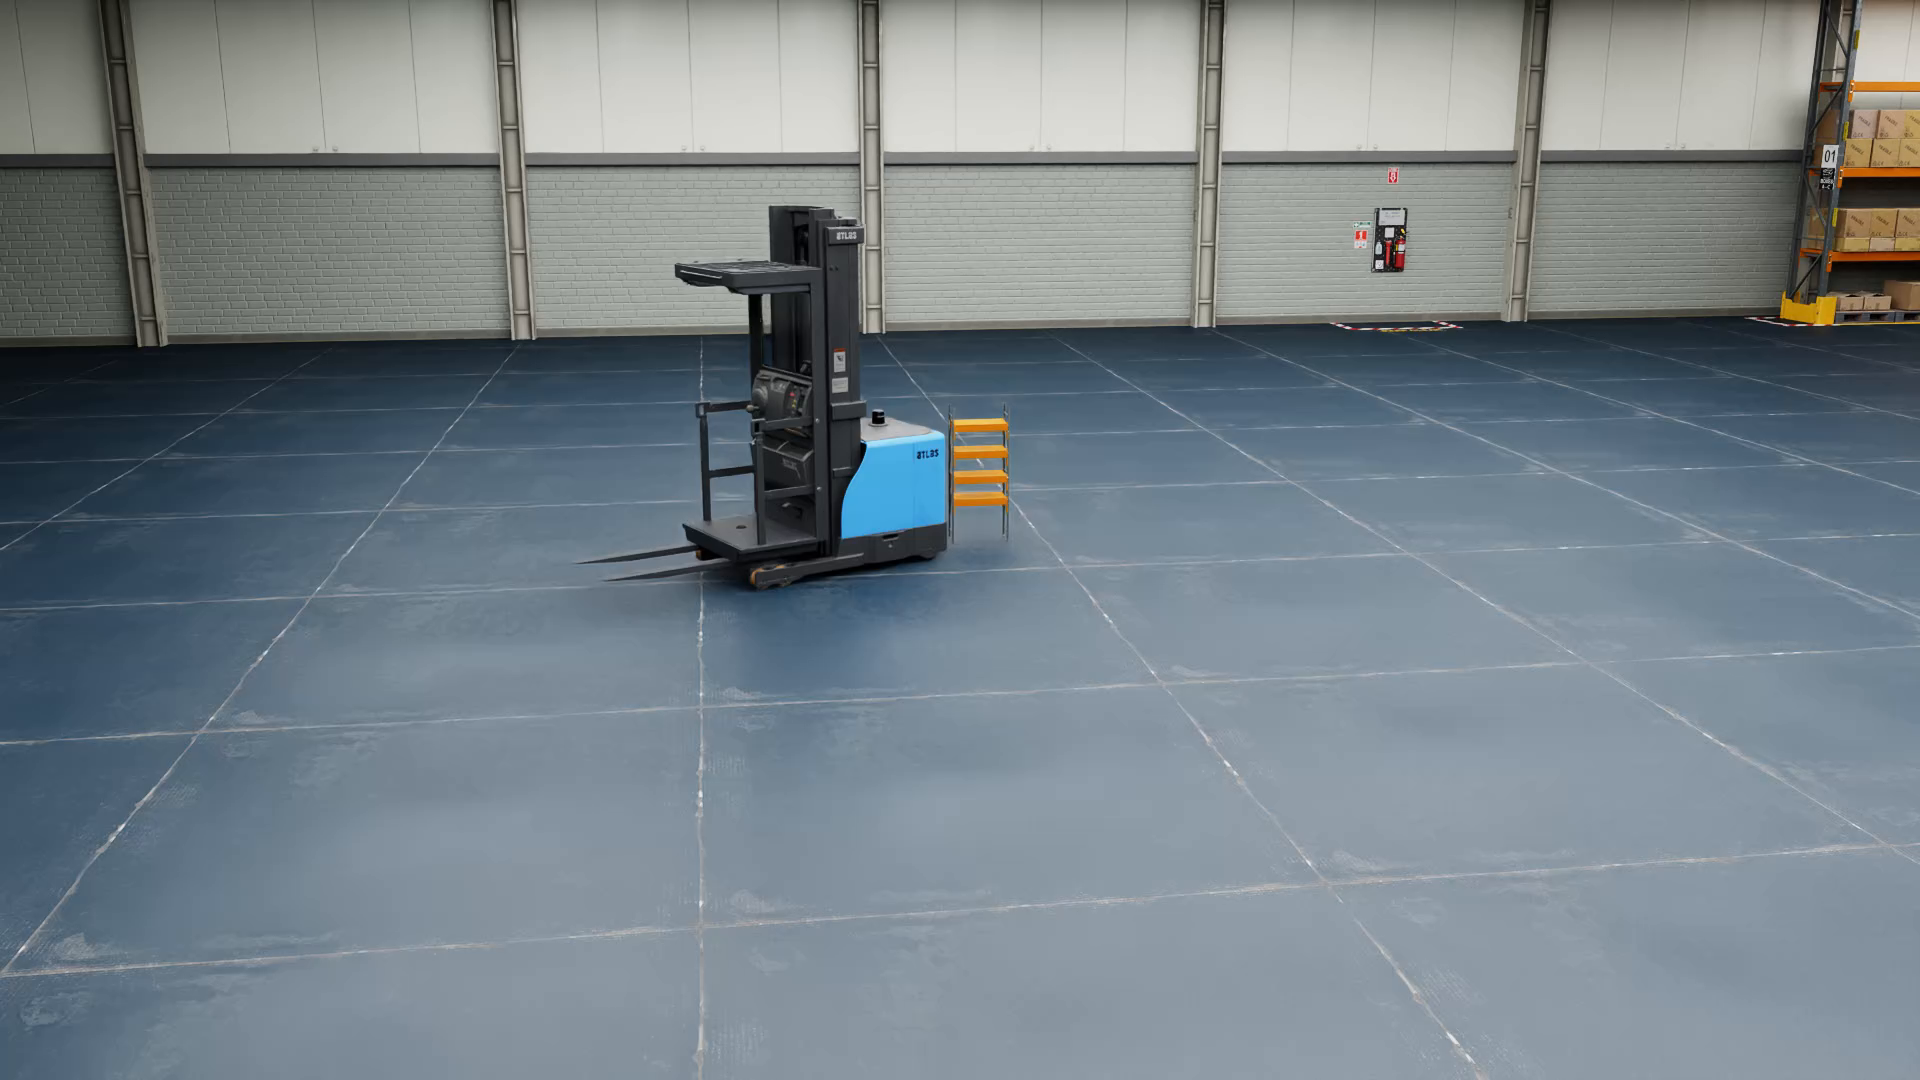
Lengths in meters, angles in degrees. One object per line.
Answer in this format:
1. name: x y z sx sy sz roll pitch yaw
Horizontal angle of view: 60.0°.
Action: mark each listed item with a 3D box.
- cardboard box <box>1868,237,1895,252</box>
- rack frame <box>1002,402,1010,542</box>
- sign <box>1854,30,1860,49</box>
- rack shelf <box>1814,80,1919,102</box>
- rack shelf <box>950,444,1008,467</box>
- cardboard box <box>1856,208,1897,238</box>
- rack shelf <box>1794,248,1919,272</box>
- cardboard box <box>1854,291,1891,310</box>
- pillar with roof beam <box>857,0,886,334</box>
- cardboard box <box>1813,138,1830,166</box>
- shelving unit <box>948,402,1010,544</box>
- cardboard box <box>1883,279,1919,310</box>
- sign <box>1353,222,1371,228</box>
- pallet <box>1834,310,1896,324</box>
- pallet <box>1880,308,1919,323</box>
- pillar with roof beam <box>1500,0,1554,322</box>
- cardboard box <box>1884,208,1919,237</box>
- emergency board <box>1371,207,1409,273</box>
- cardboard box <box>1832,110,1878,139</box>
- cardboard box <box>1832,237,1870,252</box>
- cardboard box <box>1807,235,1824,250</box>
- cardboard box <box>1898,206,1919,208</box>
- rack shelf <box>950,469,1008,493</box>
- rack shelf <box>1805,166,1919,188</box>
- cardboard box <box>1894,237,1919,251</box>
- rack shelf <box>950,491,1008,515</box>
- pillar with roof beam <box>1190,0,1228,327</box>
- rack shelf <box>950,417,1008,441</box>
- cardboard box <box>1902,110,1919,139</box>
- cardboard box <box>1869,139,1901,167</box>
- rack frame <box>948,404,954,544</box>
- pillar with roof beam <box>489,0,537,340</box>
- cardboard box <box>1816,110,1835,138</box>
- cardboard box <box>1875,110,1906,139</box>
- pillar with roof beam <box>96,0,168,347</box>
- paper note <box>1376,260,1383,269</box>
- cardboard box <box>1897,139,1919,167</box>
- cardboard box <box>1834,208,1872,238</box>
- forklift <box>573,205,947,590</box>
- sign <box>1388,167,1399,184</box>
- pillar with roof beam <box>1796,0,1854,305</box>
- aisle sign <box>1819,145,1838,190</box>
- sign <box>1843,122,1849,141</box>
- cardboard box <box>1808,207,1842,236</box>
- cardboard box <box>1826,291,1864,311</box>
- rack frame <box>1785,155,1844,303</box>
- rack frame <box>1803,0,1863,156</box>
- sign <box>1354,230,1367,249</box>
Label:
1. cardboard box: 16.751 -5.439 30.512 0.500 0.250 0.500 -3 14 -10
2. rack frame: 0.405 -0.597 14.635 0.015 1.200 0.240 -2 14 -8
3. sign: 15.790 -8.810 29.268 0.005 0.325 0.100 -2 14 -8
4. rack shelf: 17.687 -8.171 30.288 4.000 0.370 1.077 -2 14 -8
5. rack shelf: 0.164 -0.740 14.562 0.480 0.148 0.258 -2 14 -8
6. cardboard box: 16.717 -5.800 30.408 0.500 0.500 0.500 -2 14 -8
7. rack shelf: 17.687 -5.262 31.018 4.000 0.370 1.077 -2 14 -8
8. cardboard box: 16.971 -4.472 31.011 0.500 0.311 0.500 -1 14 -4
9. pillar with roof beam: -0.885 -6.994 24.112 0.400 9.000 9.100 -2 14 -8
10. cardboard box: 16.084 -7.128 30.565 0.500 0.500 0.500 -1 14 -4
11. shelving unit: 0.164 -0.588 14.600 0.503 1.200 0.258 -2 14 -8
12. cardboard box: 17.704 -4.578 31.046 0.500 0.500 0.700 -3 14 -12
13. sign: 7.334 -5.752 30.327 0.331 0.109 0.001 -2 14 -8
14. pallet: 16.593 -4.210 31.075 1.213 0.211 1.003 -2 14 -8
15. pallet: 17.797 -4.253 31.248 1.213 0.211 1.003 -2 14 -8
16. pillar with roof beam: 10.981 -7.429 25.846 0.400 9.000 9.100 -2 14 -8
17. cardboard box: 17.228 -5.817 30.477 0.500 0.500 0.500 -3 14 -10
18. emergency board: 7.890 -5.474 30.384 0.643 1.169 0.194 -2 14 -8
19. cardboard box: 16.127 -7.492 29.963 0.500 0.500 0.500 -3 14 -12
20. cardboard box: 16.239 -5.417 30.423 0.500 0.250 0.500 -3 14 -10
21. cardboard box: 16.143 -5.539 30.910 0.500 0.250 0.500 -2 14 -7
22. cardboard box: 17.652 -5.962 31.053 0.500 0.500 0.500 -2 14 -8
23. rack shelf: 0.164 -0.523 14.616 0.480 0.148 0.258 -2 14 -8
24. rack shelf: 17.687 -6.717 30.653 4.000 0.370 1.077 -2 14 -8
25. cardboard box: 17.255 -5.456 30.579 0.500 0.250 0.500 -2 14 -9
26. rack shelf: 0.164 -0.330 14.664 0.480 0.148 0.258 -2 14 -8
27. pillar with roof beam: 5.048 -7.212 24.979 0.400 9.000 9.100 -2 14 -8
28. rack shelf: 0.164 -0.969 14.504 0.480 0.148 0.258 -2 14 -8
29. cardboard box: 17.135 -7.520 30.071 0.500 0.500 0.500 -2 14 -7
30. cardboard box: 16.614 -7.015 30.114 0.500 0.500 0.500 -1 14 -5
31. rack frame: -0.078 -0.579 14.565 0.015 1.200 0.240 -2 14 -8
32. pillar with roof beam: -6.818 -6.777 23.245 0.400 9.000 9.100 -2 14 -8
33. cardboard box: 16.097 -7.615 30.453 0.500 0.500 0.500 -1 14 -6
34. cardboard box: 16.630 -7.498 29.987 0.500 0.500 0.500 -2 14 -9
35. pillar with roof beam: -12.751 -6.559 22.378 0.400 9.000 9.100 -2 14 -8
36. paper note: 7.705 -5.057 30.532 0.142 0.148 0.016 -2 14 -8
37. cardboard box: 17.127 -7.035 30.192 0.500 0.500 0.500 -1 14 -6
38. cardboard box: 16.226 -5.784 30.346 0.500 0.500 0.500 -2 14 -8
39. forklift: -1.618 -1.173 13.374 3.031 2.935 1.130 -9 17 -33
40. sign: 7.868 -6.623 30.197 0.199 0.298 0.001 -2 14 -8
41. pillar with roof beam: 16.914 -7.647 26.713 0.400 9.000 9.100 -2 14 -8
42. aisle sign: 15.683 -6.725 30.027 0.004 0.787 0.394 -2 14 -8
43. sign: 15.790 -7.287 29.649 0.005 0.325 0.100 -2 14 -8
44. cardboard box: 16.144 -5.908 30.838 0.500 0.500 0.500 -2 14 -9
45. cardboard box: 16.407 -4.451 30.928 0.500 0.311 0.500 -4 15 -15
46. rack frame: 15.709 -5.539 30.641 0.127 3.000 1.000 -2 14 -8
47. rack frame: 15.709 -8.449 29.911 0.127 3.000 1.000 -2 14 -8
48. sign: 7.328 -5.497 30.399 0.234 0.329 0.001 -2 14 -8
